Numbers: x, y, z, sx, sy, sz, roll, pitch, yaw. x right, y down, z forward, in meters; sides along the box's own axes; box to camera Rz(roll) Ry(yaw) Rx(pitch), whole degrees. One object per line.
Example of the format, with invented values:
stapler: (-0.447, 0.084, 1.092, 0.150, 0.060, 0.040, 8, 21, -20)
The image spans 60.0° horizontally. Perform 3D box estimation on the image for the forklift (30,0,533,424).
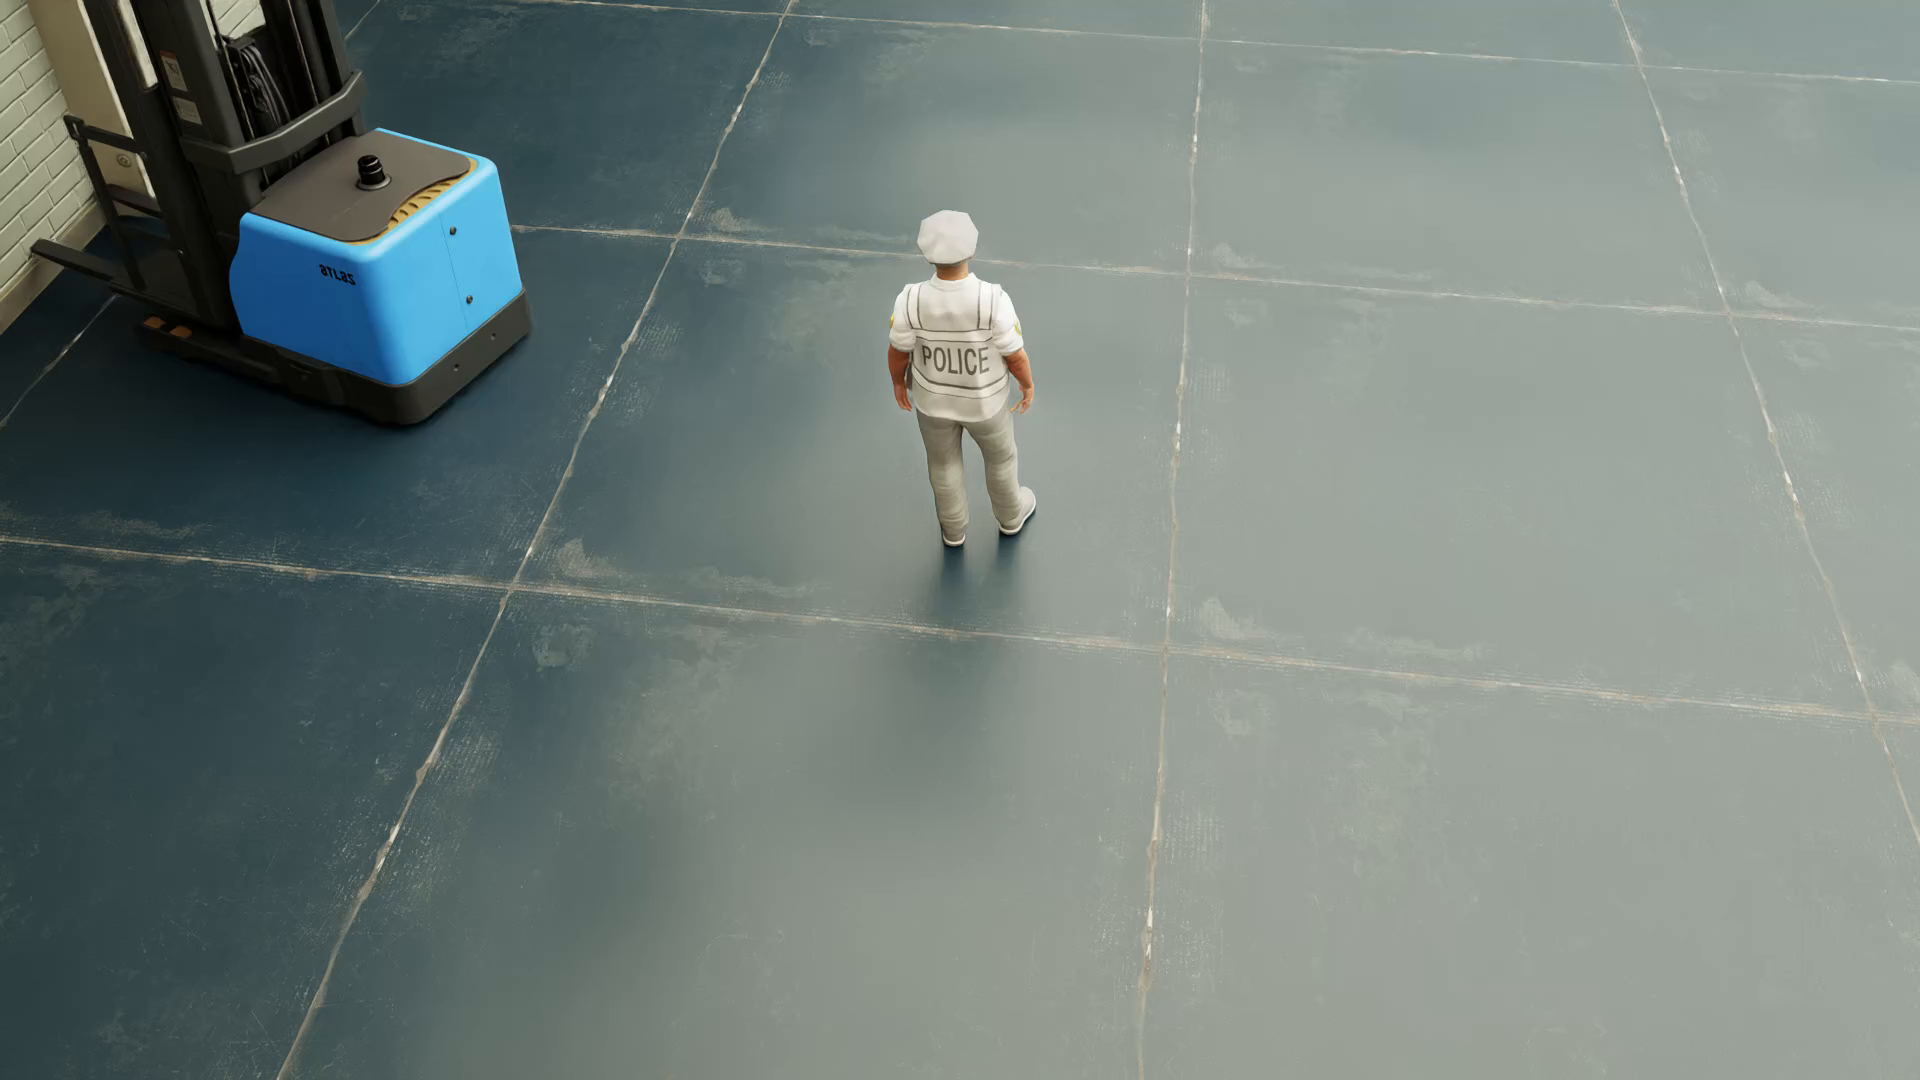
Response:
forklift: (-3.878, -2.362, 8.295, 3.031, 2.935, 1.130, 19, 46, 19)

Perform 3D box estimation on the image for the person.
person: (0.022, -0.713, 7.339, 0.641, 1.780, 0.574, 5, 43, 6)
